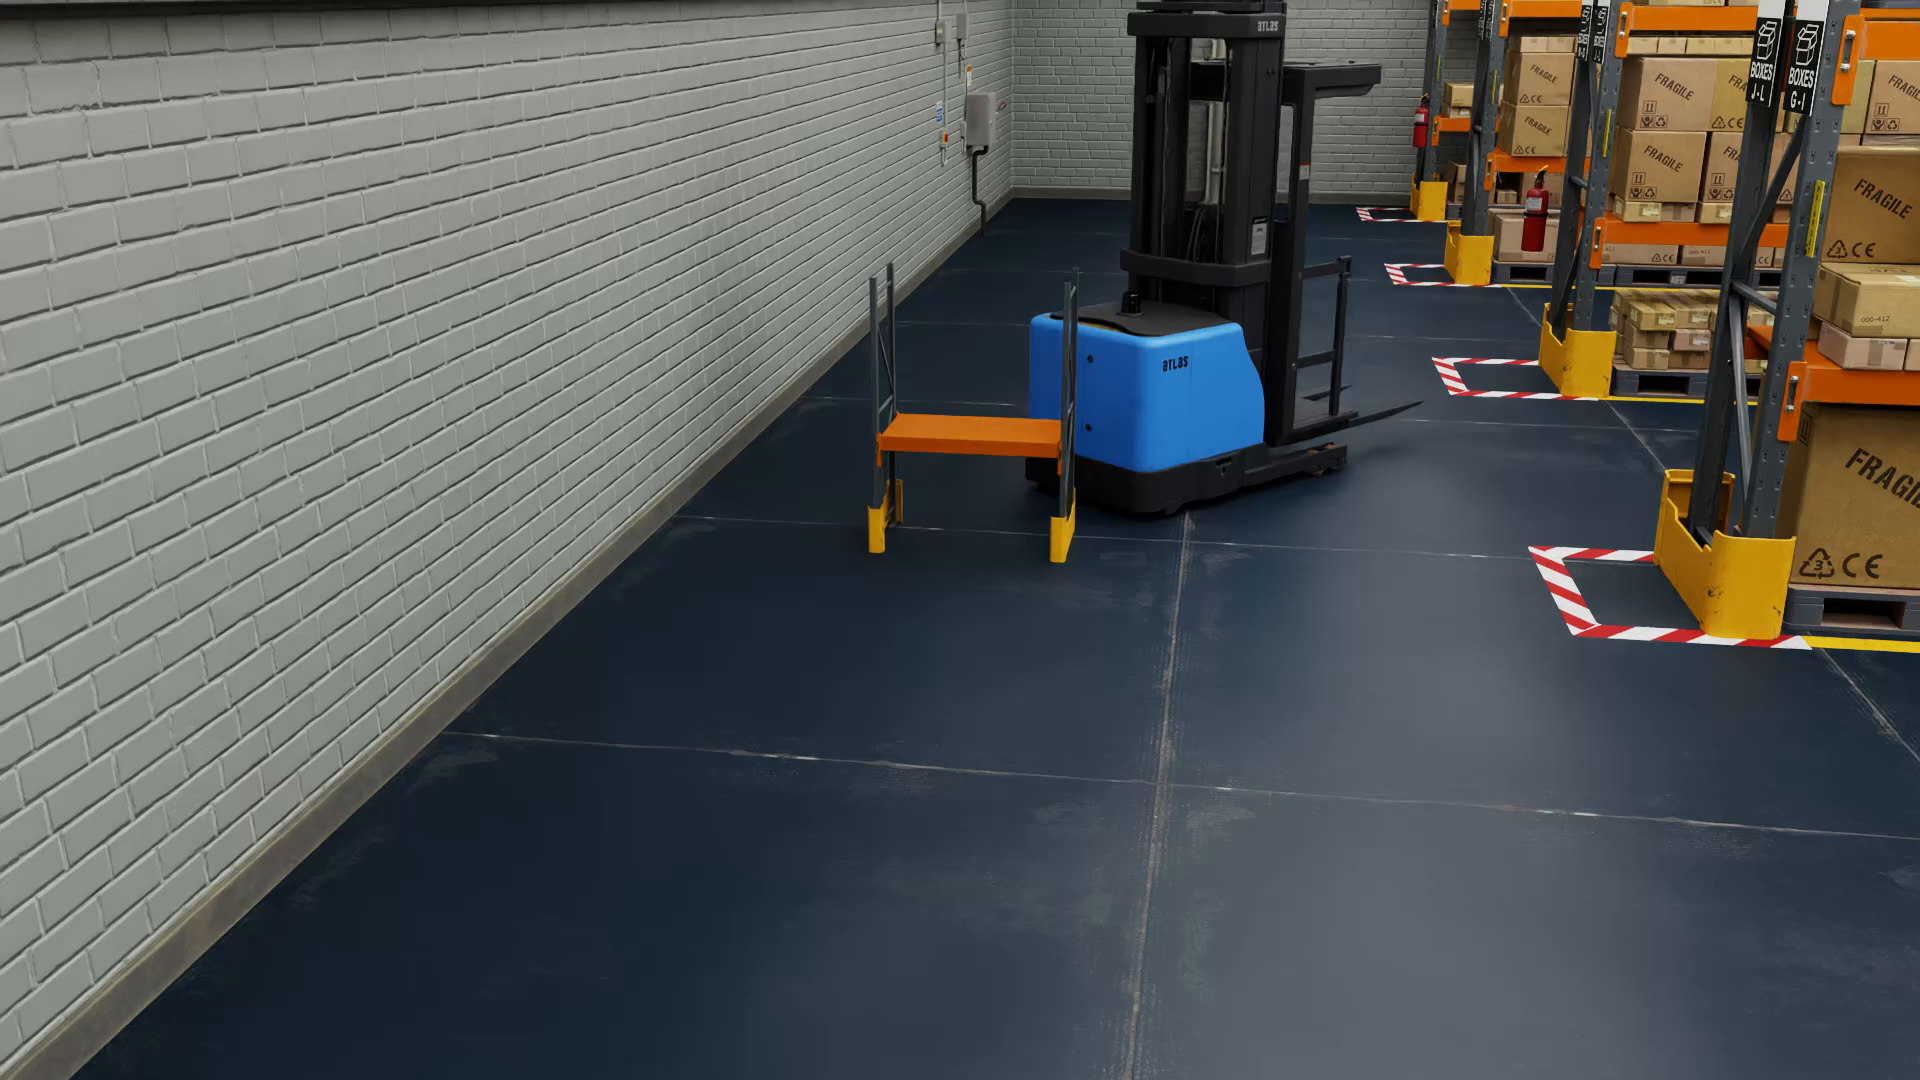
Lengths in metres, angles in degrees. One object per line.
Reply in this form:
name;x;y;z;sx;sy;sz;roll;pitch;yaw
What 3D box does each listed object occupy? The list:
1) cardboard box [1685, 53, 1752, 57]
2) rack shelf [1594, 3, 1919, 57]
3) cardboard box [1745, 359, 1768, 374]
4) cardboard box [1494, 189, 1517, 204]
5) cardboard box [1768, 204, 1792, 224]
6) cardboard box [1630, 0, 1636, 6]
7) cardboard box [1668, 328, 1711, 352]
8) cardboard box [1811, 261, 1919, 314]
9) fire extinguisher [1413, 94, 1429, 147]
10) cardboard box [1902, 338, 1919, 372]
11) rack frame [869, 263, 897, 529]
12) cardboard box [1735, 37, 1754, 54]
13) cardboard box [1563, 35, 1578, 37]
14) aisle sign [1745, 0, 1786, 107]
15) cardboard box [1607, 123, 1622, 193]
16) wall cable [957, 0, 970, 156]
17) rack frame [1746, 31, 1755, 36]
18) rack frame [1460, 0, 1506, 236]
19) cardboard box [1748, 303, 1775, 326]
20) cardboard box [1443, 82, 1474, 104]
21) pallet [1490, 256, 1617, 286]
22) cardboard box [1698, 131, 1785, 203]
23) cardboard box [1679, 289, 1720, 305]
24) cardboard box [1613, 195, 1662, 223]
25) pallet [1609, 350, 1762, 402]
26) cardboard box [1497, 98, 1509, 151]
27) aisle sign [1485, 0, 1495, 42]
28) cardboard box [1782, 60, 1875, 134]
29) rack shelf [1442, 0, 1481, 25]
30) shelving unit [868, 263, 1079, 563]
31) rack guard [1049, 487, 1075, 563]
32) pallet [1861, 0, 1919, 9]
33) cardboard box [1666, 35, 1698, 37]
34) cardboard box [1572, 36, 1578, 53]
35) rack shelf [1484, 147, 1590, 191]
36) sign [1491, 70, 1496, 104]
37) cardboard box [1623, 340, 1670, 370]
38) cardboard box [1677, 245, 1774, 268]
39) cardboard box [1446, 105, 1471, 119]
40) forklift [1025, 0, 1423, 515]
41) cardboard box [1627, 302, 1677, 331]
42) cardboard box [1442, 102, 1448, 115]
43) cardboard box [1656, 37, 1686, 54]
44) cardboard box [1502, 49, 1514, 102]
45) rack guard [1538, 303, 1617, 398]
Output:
cardboard box;5.721;-3.375;12.460;0.500;0.500;0.500;2;19;7
rack shelf;6.704;-3.663;11.931;4.000;0.370;1.077;3;19;9
cardboard box;5.949;-1.358;12.466;0.250;0.149;0.380;3;19;9
cardboard box;7.201;-4.547;21.996;0.250;0.149;0.380;2;19;6
cardboard box;6.054;-2.423;12.213;0.250;0.149;0.380;3;19;8
cardboard box;5.221;-4.094;12.321;0.500;0.250;0.500;3;19;7
cardboard box;5.468;-1.533;12.519;0.250;0.149;0.380;3;19;8
cardboard box;4.364;-1.263;8.117;0.500;0.250;0.500;3;19;8
fire extinguisher;5.980;-5.443;21.552;0.183;0.674;0.296;3;19;9
cardboard box;4.395;-0.881;7.605;0.250;0.149;0.380;3;19;8
rack frame;-0.418;-0.733;9.129;0.032;1.500;0.500;3;19;9
cardboard box;7.758;-4.866;16.364;0.250;0.149;0.380;3;19;7
cardboard box;6.324;-5.121;17.124;0.250;0.149;0.380;3;19;8
aisle sign;3.820;-2.464;7.844;0.004;0.787;0.394;3;19;9
cardboard box;5.214;-2.929;12.704;0.500;0.500;0.500;3;19;10
wall cable;0.058;-5.442;19.238;0.122;1.984;0.588;3;19;9
rack frame;10.148;-5.592;21.290;0.127;3.000;1.000;3;19;9
rack frame;5.415;-4.239;17.243;0.127;3.000;1.000;3;19;9
cardboard box;5.971;-1.664;12.441;0.250;0.149;0.380;2;19;6
cardboard box;6.695;-5.924;22.047;0.500;0.250;0.500;3;19;10
pallet;6.217;-2.900;17.639;1.213;0.211;1.003;3;19;9
cardboard box;5.662;-2.743;12.147;0.500;0.500;0.500;3;19;9
cardboard box;5.807;-1.861;13.031;0.250;0.149;0.380;3;19;7
cardboard box;4.998;-2.445;12.278;0.250;0.149;0.380;3;19;8
pallet;5.601;-1.304;12.869;1.213;0.211;1.003;3;19;9
cardboard box;5.933;-4.345;17.403;0.500;0.500;0.500;3;19;9
aisle sign;5.298;-5.384;16.570;0.004;0.787;0.394;3;19;9
cardboard box;6.140;-3.183;11.887;0.500;0.500;0.500;2;19;7
rack shelf;8.173;-6.774;21.229;4.000;0.370;1.077;3;19;9
shelving unit;0.075;-0.707;9.054;1.083;1.500;0.587;3;19;9
rack guard;0.567;-0.090;9.177;0.087;0.250;0.587;3;19;9
pallet;4.577;-2.480;7.401;1.213;0.211;1.003;3;19;9
cardboard box;7.326;-5.046;16.902;0.250;0.149;0.380;4;19;10
cardboard box;6.230;-4.923;16.534;0.250;0.149;0.380;4;19;10
rack shelf;7.390;-3.797;17.057;4.000;0.370;1.077;3;19;9
sign;5.321;-4.513;16.575;0.005;0.325;0.100;3;19;9
cardboard box;5.196;-1.403;12.601;0.250;0.149;0.380;3;19;10
cardboard box;7.878;-3.131;17.311;0.875;0.438;0.875;2;19;7
cardboard box;6.480;-5.572;21.625;0.250;0.149;0.380;3;19;8
forklift;1.843;-1.904;10.375;3.031;2.935;1.130;-16;24;-39
cardboard box;5.193;-1.679;12.488;0.250;0.149;0.380;2;19;6
cardboard box;6.568;-5.742;22.133;0.250;0.149;0.380;3;19;8
cardboard box;7.000;-4.893;16.444;0.250;0.149;0.380;3;19;9
cardboard box;5.929;-4.810;17.219;0.500;0.500;0.500;4;19;10
rack guard;4.805;-1.493;12.979;0.348;0.500;1.175;3;19;9
